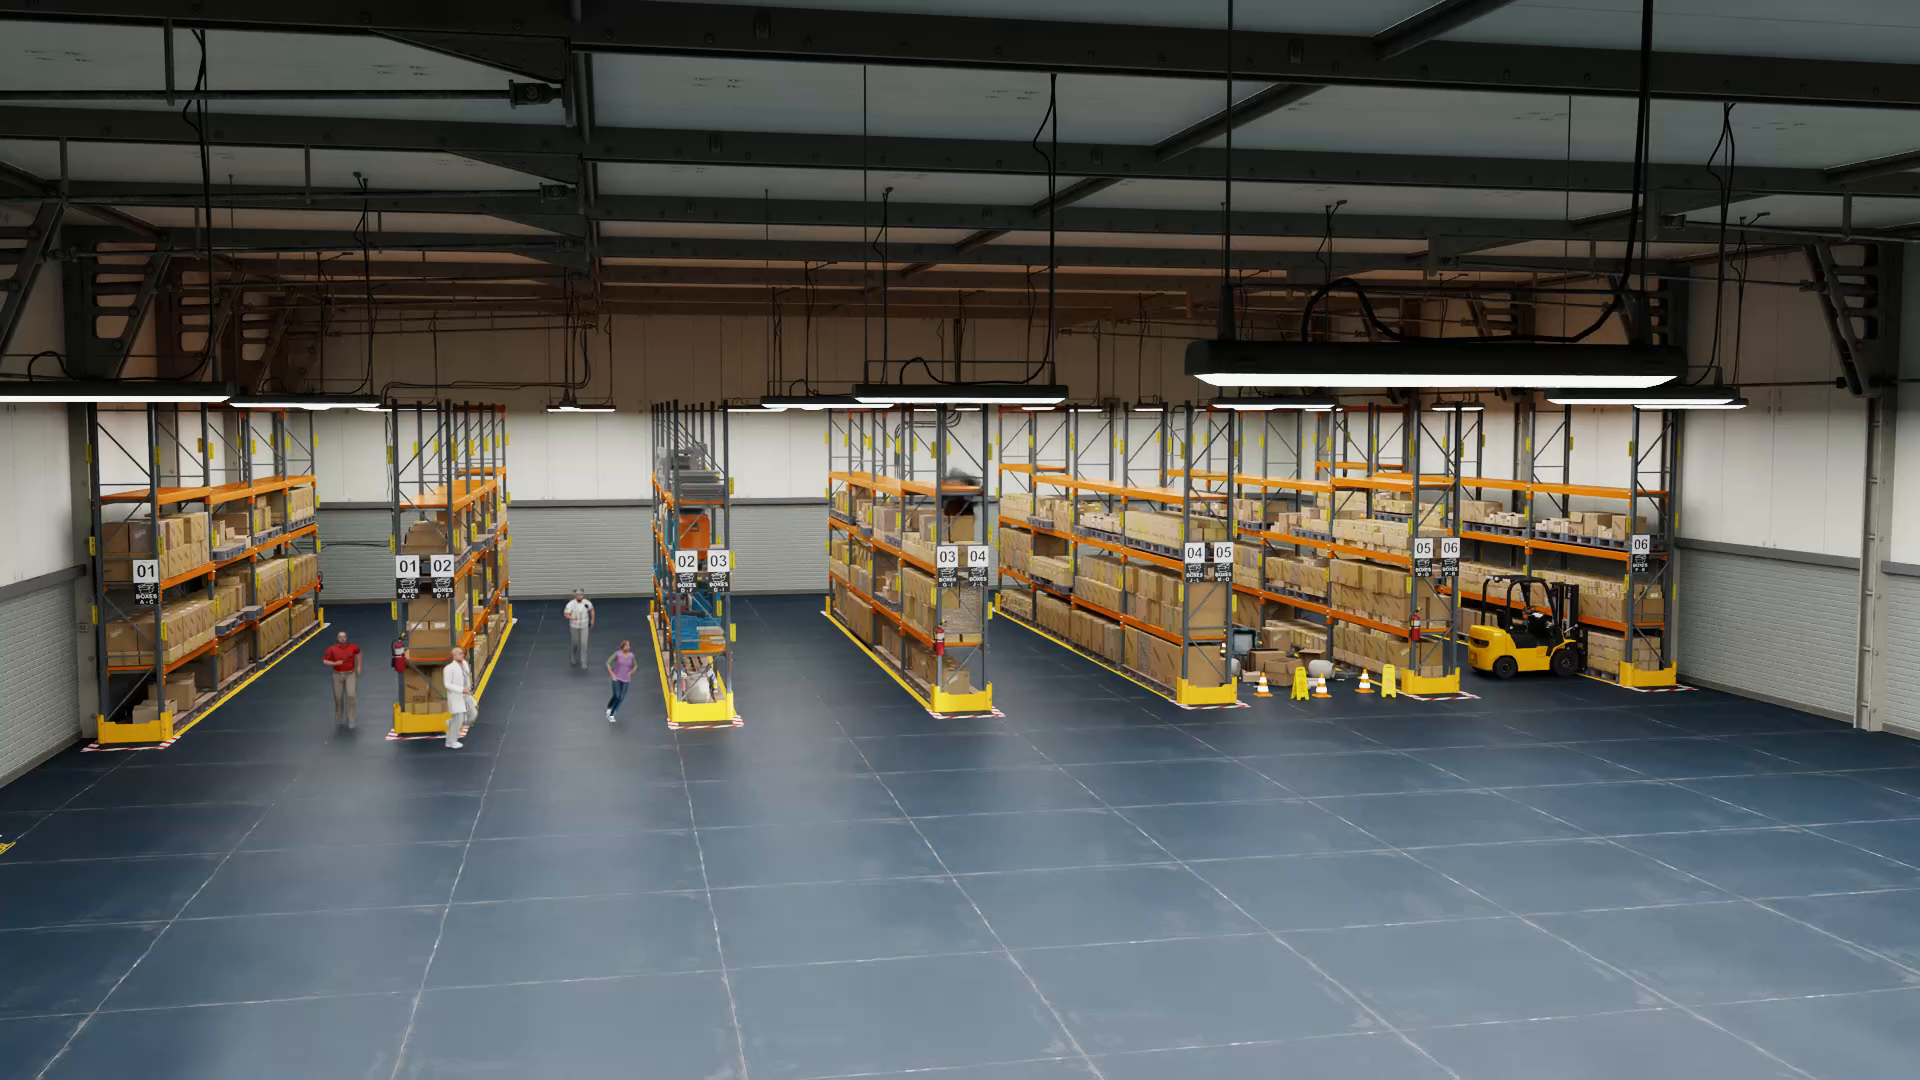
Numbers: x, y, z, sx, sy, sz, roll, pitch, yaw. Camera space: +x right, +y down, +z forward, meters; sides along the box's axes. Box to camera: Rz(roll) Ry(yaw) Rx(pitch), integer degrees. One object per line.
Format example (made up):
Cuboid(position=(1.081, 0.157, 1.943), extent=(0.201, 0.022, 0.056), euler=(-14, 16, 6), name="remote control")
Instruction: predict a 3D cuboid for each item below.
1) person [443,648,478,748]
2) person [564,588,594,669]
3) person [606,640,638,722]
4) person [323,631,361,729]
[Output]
Cuboid(position=(-8.571, 2.704, 28.553), extent=(0.698, 1.732, 0.734), euler=(2, 5, 24), name="person")
Cuboid(position=(-8.656, 1.987, 37.838), extent=(0.683, 1.815, 0.872), euler=(-1, 5, -19), name="person")
Cuboid(position=(-6.297, 2.632, 31.039), extent=(0.599, 1.509, 0.485), euler=(-2, 5, -26), name="person")
Cuboid(position=(-11.325, 2.555, 30.528), extent=(0.679, 1.786, 0.814), euler=(-2, 5, -24), name="person")
